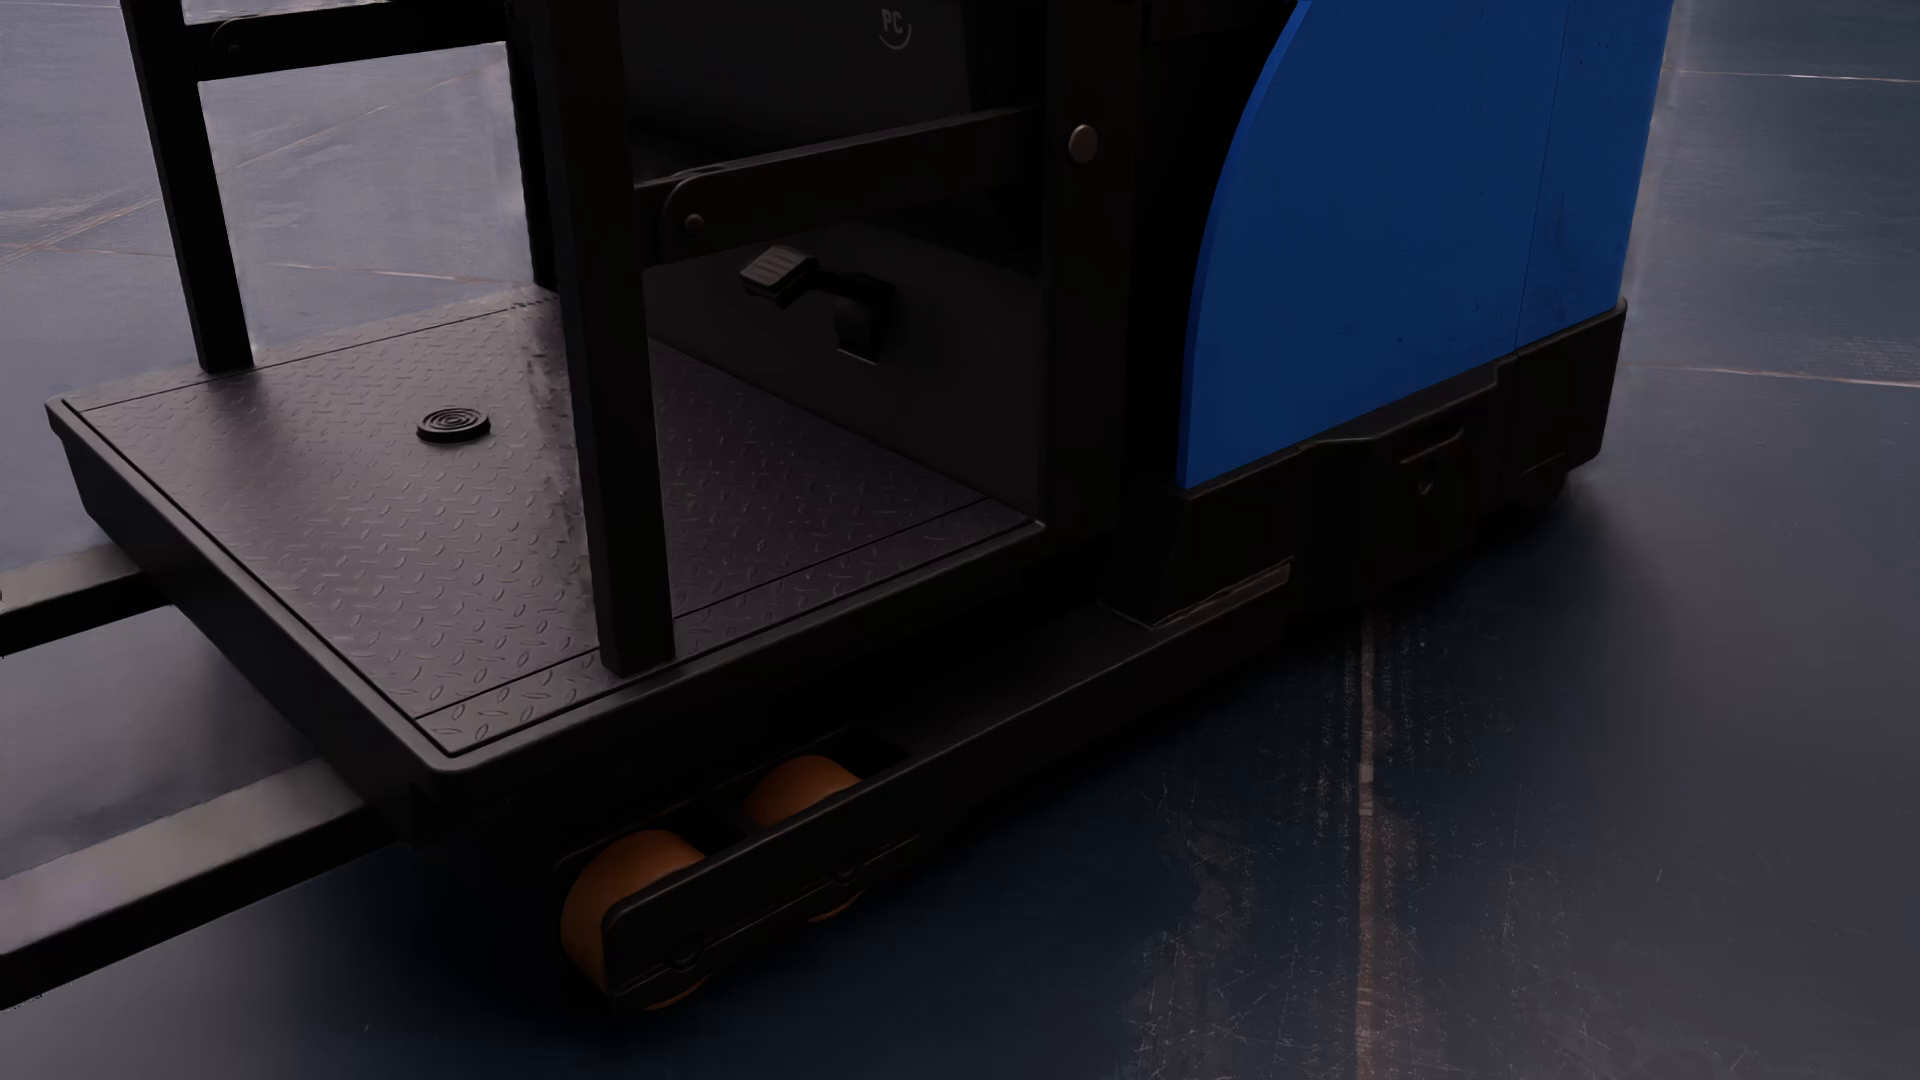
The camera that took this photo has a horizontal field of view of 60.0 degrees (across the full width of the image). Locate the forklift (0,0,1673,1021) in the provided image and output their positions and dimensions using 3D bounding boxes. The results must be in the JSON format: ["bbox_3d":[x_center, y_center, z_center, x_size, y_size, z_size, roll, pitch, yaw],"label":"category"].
[{"bbox_3d":[-0.419,-1.124,1.473,3.031,2.935,1.130,-22,34,-36],"label":"forklift"}]
